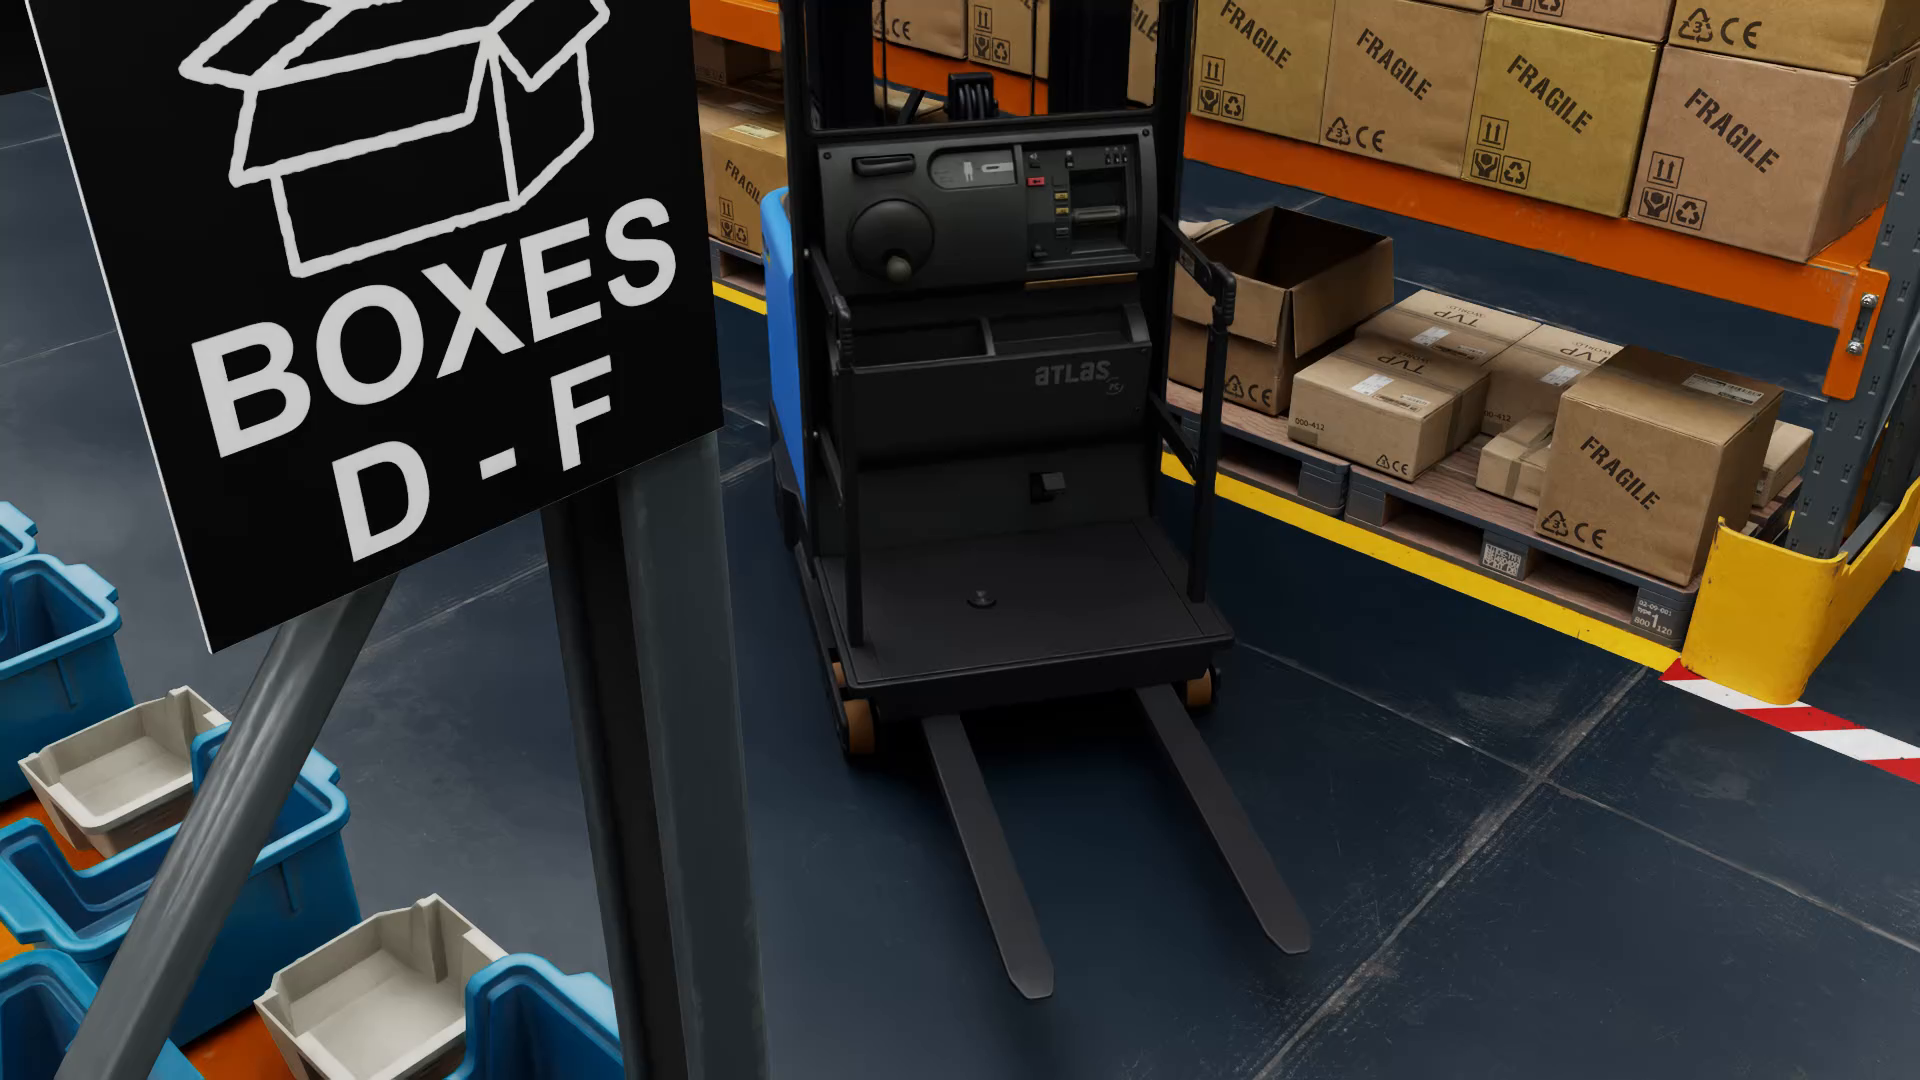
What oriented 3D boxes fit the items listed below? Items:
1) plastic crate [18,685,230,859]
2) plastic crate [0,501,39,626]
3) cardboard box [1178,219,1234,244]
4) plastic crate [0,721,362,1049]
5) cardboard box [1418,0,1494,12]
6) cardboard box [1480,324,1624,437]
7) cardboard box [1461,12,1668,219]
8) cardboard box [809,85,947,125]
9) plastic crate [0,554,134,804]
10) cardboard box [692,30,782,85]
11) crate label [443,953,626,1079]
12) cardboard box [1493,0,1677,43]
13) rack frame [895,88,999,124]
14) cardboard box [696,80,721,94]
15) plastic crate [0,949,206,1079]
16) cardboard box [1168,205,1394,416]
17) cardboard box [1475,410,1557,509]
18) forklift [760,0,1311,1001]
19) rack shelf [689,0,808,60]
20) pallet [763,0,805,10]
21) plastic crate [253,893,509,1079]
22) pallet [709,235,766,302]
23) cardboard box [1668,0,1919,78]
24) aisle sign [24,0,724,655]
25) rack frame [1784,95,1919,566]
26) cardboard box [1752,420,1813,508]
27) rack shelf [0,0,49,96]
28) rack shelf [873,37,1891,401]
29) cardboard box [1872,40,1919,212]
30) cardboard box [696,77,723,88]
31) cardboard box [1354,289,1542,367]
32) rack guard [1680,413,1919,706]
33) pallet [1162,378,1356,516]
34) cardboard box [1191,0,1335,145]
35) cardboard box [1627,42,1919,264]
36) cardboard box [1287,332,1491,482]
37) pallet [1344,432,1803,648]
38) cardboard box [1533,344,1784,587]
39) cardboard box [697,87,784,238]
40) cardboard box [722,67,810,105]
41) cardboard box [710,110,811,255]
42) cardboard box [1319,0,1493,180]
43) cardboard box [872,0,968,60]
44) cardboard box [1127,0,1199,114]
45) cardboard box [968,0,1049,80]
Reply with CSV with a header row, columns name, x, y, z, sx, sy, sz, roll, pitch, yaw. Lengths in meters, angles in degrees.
name,x,y,z,sx,sy,sz,roll,pitch,yaw
plastic crate,-1.207,0.355,2.450,0.298,0.136,0.250,25,39,35
plastic crate,-1.720,0.131,2.728,0.300,0.233,0.416,25,39,35
cardboard box,0.970,-1.109,6.865,0.500,0.311,0.500,25,39,35
plastic crate,-1.010,0.463,2.176,0.300,0.233,0.416,25,39,35
cardboard box,1.490,-1.909,4.946,0.500,0.500,0.500,26,40,36
cardboard box,2.184,-0.517,5.939,0.500,0.250,0.500,25,39,35
cardboard box,1.865,-1.309,4.918,0.500,0.500,0.500,25,39,35
cardboard box,-0.394,-1.799,7.827,0.500,0.500,0.500,23,38,33
plastic crate,-1.498,0.235,2.555,0.300,0.233,0.416,25,39,35
cardboard box,-1.135,-2.466,8.209,0.500,0.250,0.500,25,39,35
crate label,-0.522,0.691,1.798,0.303,0.233,0.416,25,39,35
cardboard box,1.877,-1.731,4.651,0.500,0.500,0.500,26,40,36
rack frame,-0.199,-2.421,6.863,0.127,3.000,1.000,25,39,35
cardboard box,-1.489,-1.948,8.074,0.500,0.500,0.500,26,39,36
plastic crate,-0.933,0.771,1.469,0.499,0.435,0.616,25,39,35
cardboard box,1.198,-0.892,6.317,0.637,0.503,0.797,25,39,35
cardboard box,1.959,-0.280,5.627,0.250,0.166,0.380,25,39,35
forklift,0.134,-0.856,4.330,1.130,2.935,3.031,-7,32,-11
rack shelf,-1.681,-2.805,8.198,4.000,0.370,1.077,25,39,35
pallet,-0.718,-2.657,7.441,1.213,0.211,1.003,25,39,35
plastic crate,-0.704,0.590,2.060,0.298,0.136,0.250,25,39,35
pallet,-0.827,-1.493,8.026,1.213,0.211,1.003,25,39,35
cardboard box,2.253,-1.557,4.361,0.500,0.500,0.500,25,39,35
aisle sign,-0.307,-0.346,0.896,0.004,0.787,0.394,25,39,35
rack frame,2.767,-1.037,4.564,0.127,3.000,1.000,25,39,35
cardboard box,2.687,-0.280,5.644,0.250,0.149,0.380,25,39,35
rack shelf,-2.042,-0.813,1.981,4.000,0.370,1.077,25,39,35
rack shelf,1.284,-1.421,5.899,4.000,0.370,1.077,25,39,35
cardboard box,2.615,-1.334,4.960,0.500,0.500,0.500,26,40,36
cardboard box,-1.162,-2.155,8.419,0.500,0.500,0.500,26,39,36
cardboard box,1.813,-0.690,6.227,0.500,0.250,0.500,25,39,35
rack guard,2.711,0.008,5.252,0.348,0.500,1.175,25,39,35
pallet,1.219,-0.566,6.486,1.213,0.211,1.003,25,39,35
cardboard box,1.126,-1.658,5.498,0.500,0.500,0.500,24,39,34
cardboard box,2.252,-1.130,4.622,0.500,0.500,0.500,26,40,36
cardboard box,1.514,-0.481,5.881,0.500,0.250,0.500,25,39,35
pallet,2.119,-0.144,5.784,1.213,0.211,1.003,25,39,35
cardboard box,2.199,-0.248,5.251,0.500,0.500,0.500,25,39,35
cardboard box,-1.118,-1.774,7.786,0.500,0.500,0.500,25,39,35
cardboard box,-0.797,-1.979,8.127,0.500,0.500,0.500,26,39,36
cardboard box,-0.757,-1.600,7.496,0.500,0.500,0.500,25,39,35
cardboard box,1.499,-1.483,5.209,0.500,0.500,0.500,25,39,35
cardboard box,-0.004,-2.183,6.371,0.500,0.500,0.500,26,40,36
cardboard box,0.748,-1.833,5.790,0.500,0.500,0.500,25,39,35
cardboard box,0.378,-2.007,6.079,0.500,0.500,0.500,26,40,36
